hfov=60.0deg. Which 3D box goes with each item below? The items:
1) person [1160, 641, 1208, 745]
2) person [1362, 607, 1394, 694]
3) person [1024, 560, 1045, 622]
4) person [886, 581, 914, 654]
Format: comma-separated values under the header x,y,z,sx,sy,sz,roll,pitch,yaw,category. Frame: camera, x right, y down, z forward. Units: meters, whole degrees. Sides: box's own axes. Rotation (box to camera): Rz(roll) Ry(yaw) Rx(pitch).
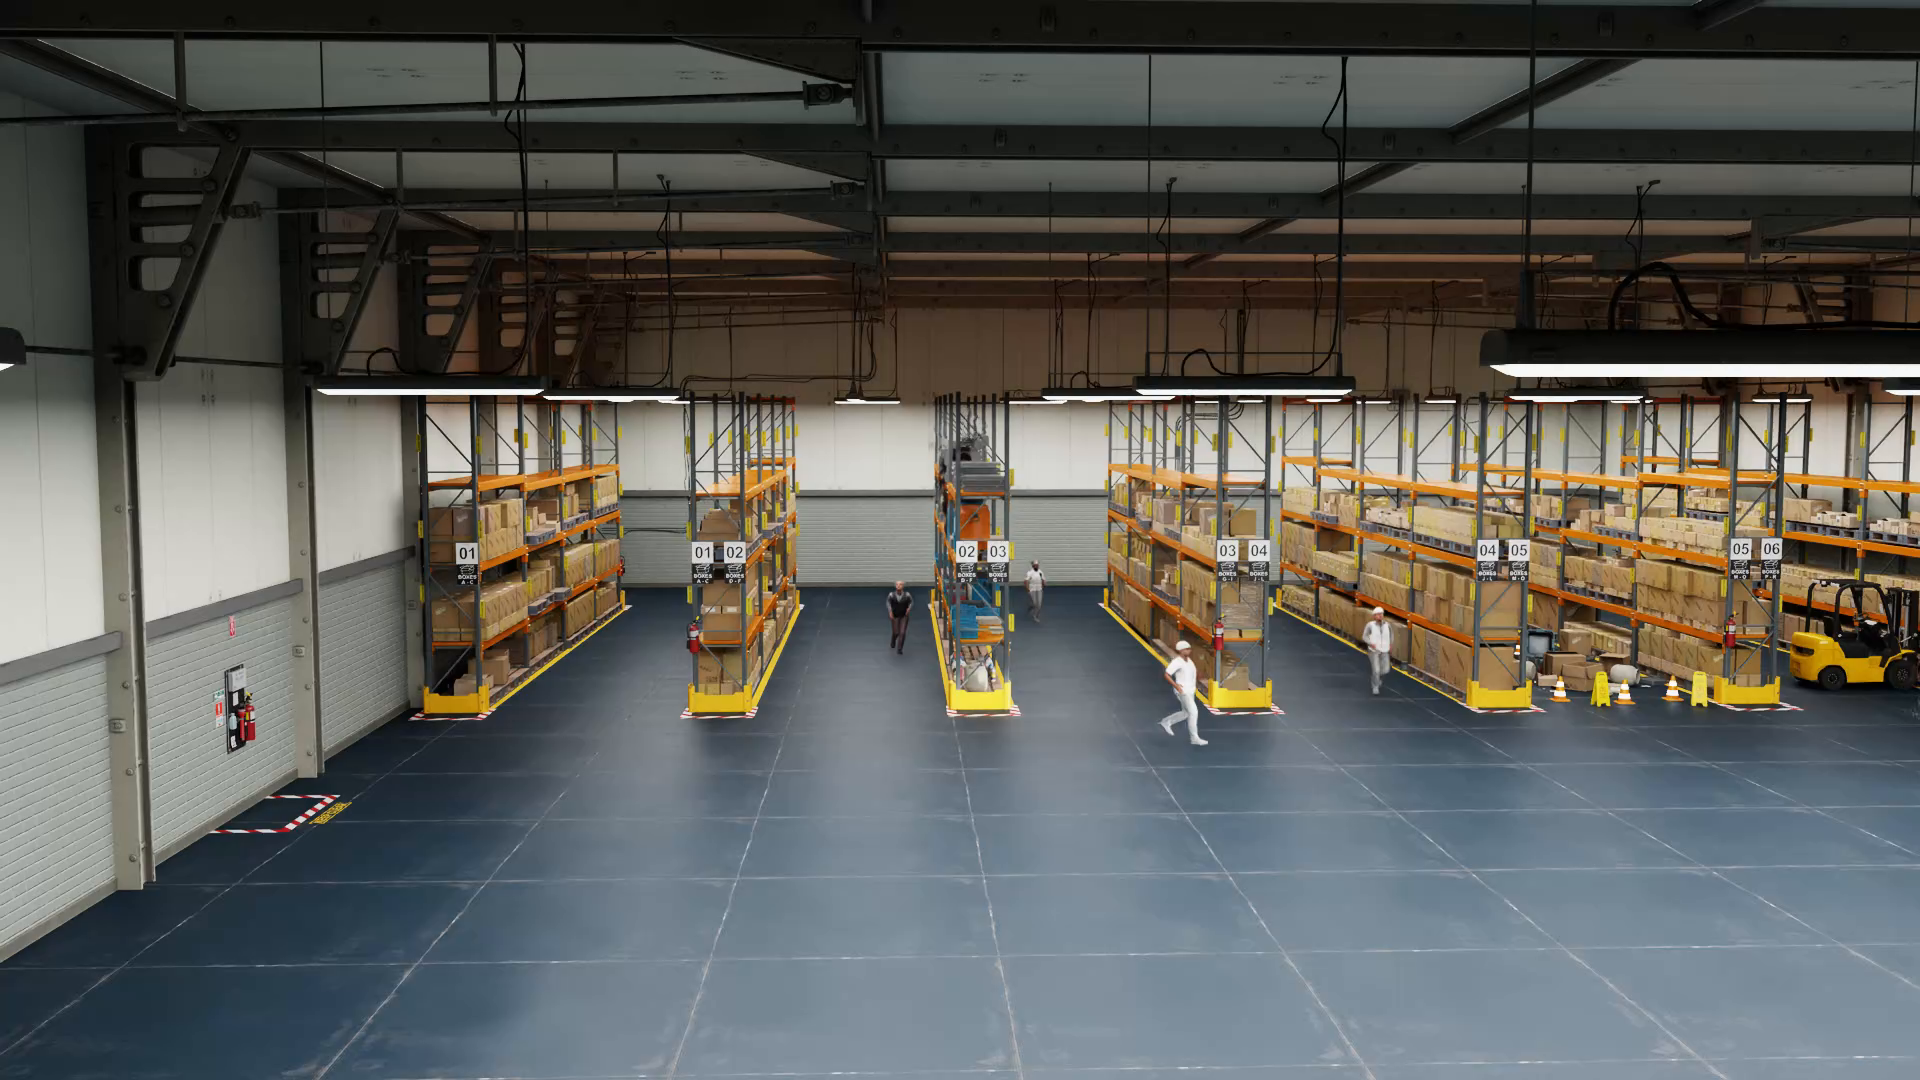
x,y,z,sx,sy,sz,roll,pitch,yaw,category
3.805,2.581,28.245,0.931,1.747,0.713,3,5,31,person
8.370,2.200,33.247,0.679,1.731,0.599,-1,5,-7,person
2.019,1.353,44.377,0.575,1.661,0.560,-1,5,-15,person
-1.384,1.796,38.622,0.656,1.696,0.627,0,5,-2,person
